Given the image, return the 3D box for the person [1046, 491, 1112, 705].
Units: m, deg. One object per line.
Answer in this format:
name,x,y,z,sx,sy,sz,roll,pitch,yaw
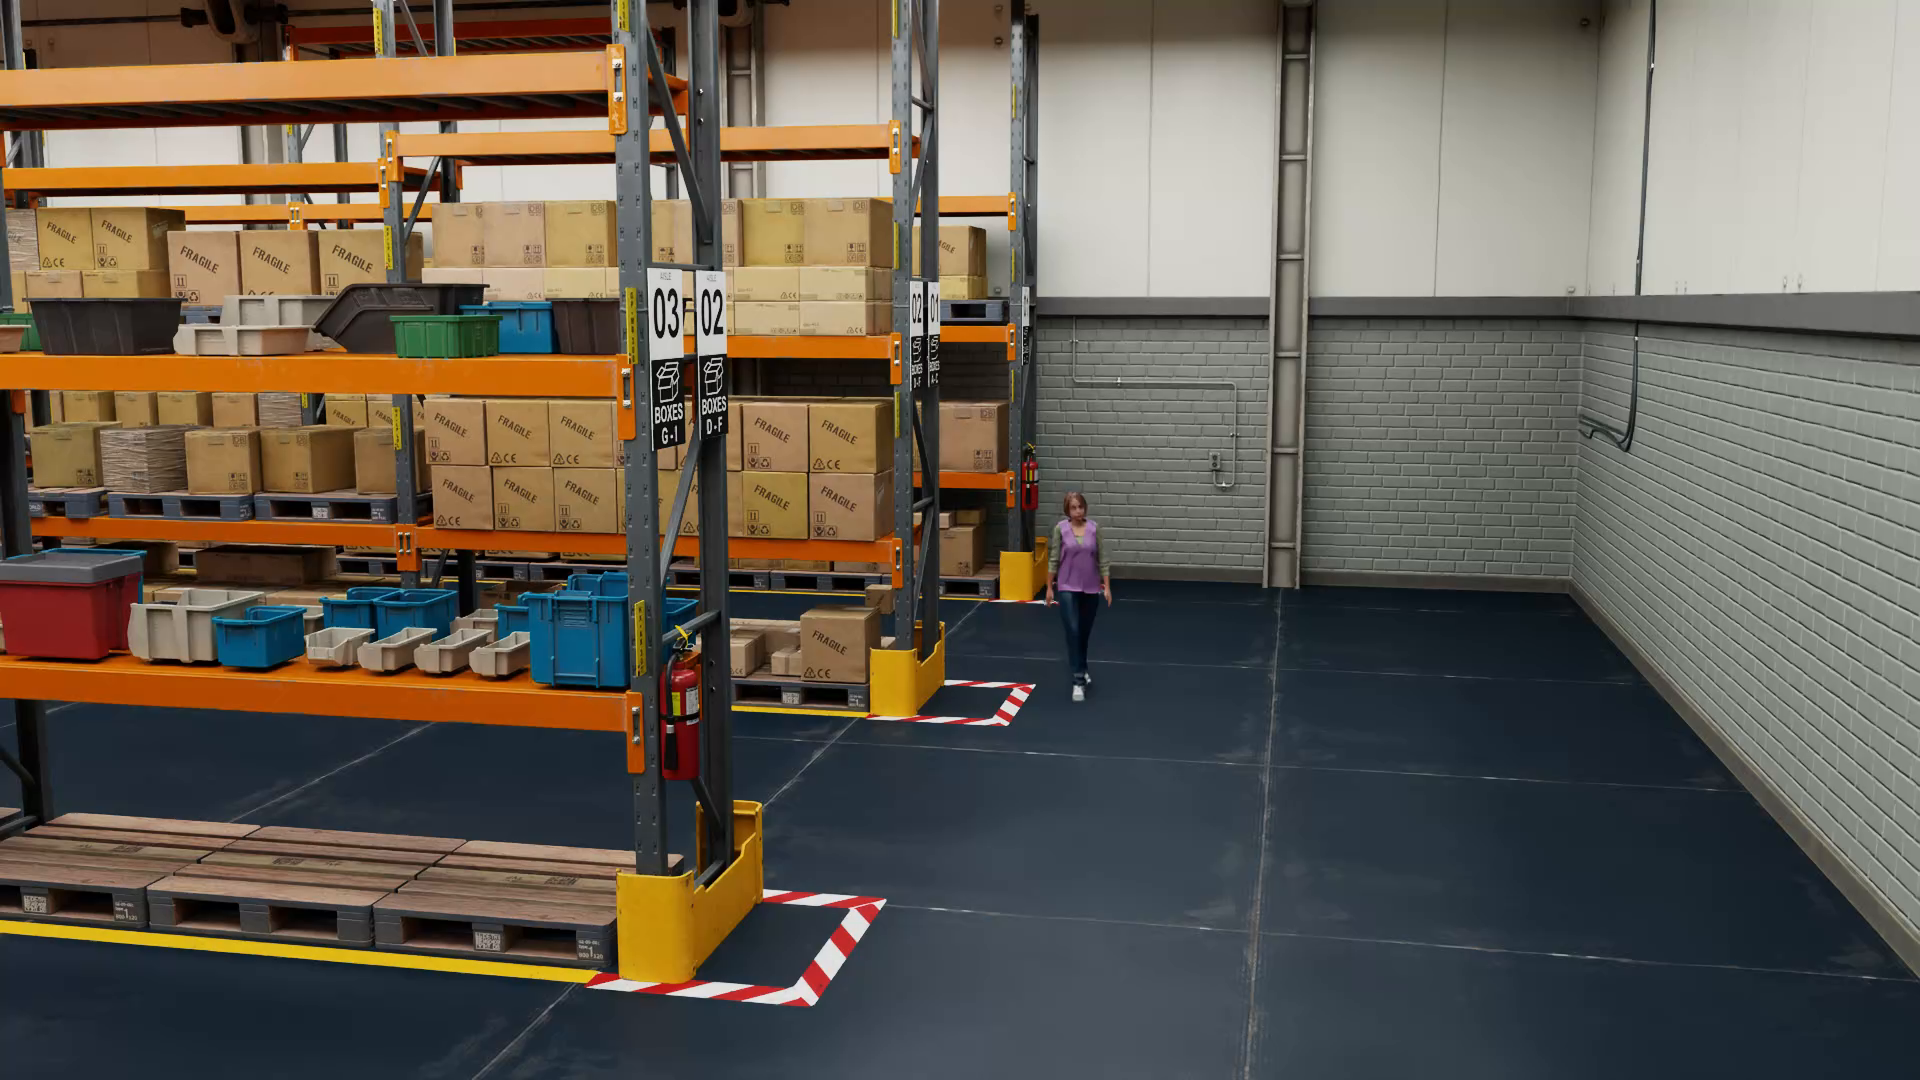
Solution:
person,0.939,0.419,12.971,0.471,1.602,0.764,-1,8,-10
